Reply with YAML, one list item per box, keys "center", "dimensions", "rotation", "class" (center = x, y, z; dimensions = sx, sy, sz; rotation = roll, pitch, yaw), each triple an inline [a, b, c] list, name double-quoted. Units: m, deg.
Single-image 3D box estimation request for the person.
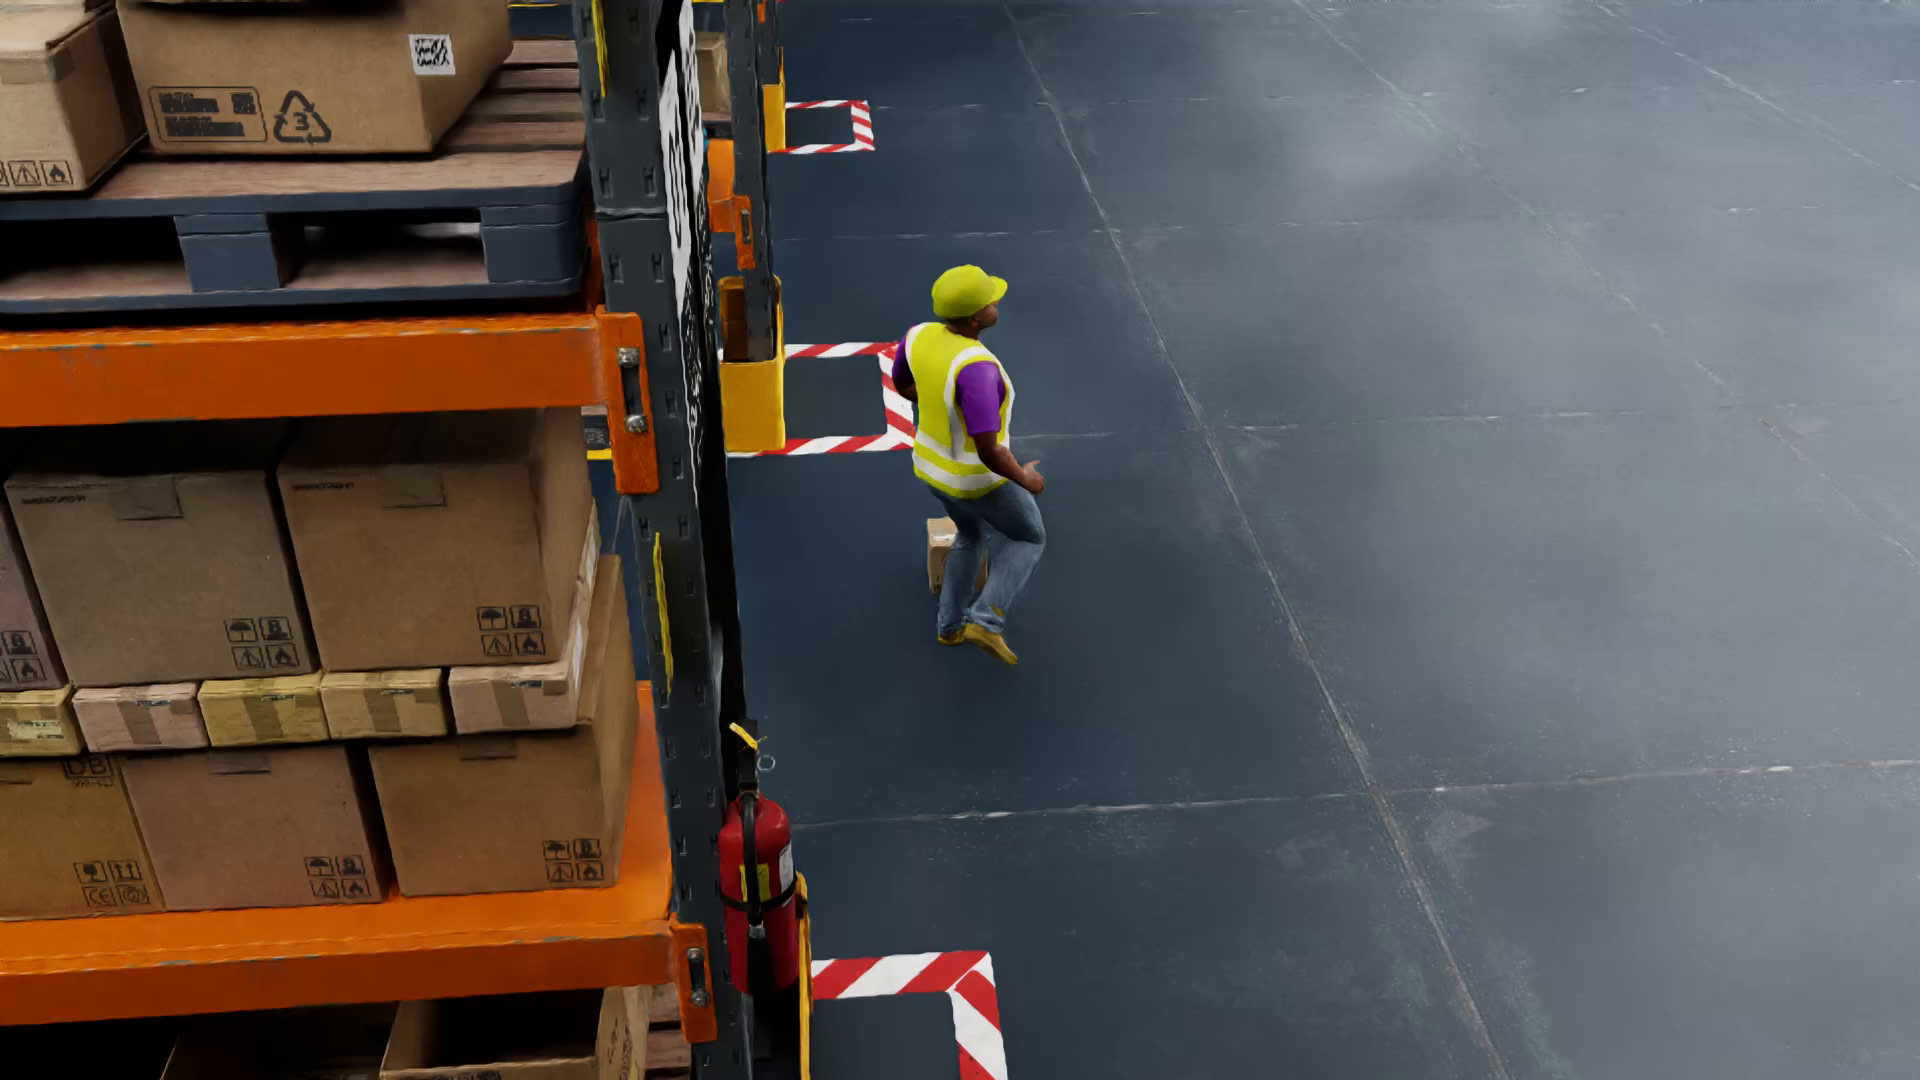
- center: [0.045, -0.307, 6.657]
  dimensions: [0.503, 1.731, 0.756]
  rotation: [-24, 38, -34]
  class: "person"
